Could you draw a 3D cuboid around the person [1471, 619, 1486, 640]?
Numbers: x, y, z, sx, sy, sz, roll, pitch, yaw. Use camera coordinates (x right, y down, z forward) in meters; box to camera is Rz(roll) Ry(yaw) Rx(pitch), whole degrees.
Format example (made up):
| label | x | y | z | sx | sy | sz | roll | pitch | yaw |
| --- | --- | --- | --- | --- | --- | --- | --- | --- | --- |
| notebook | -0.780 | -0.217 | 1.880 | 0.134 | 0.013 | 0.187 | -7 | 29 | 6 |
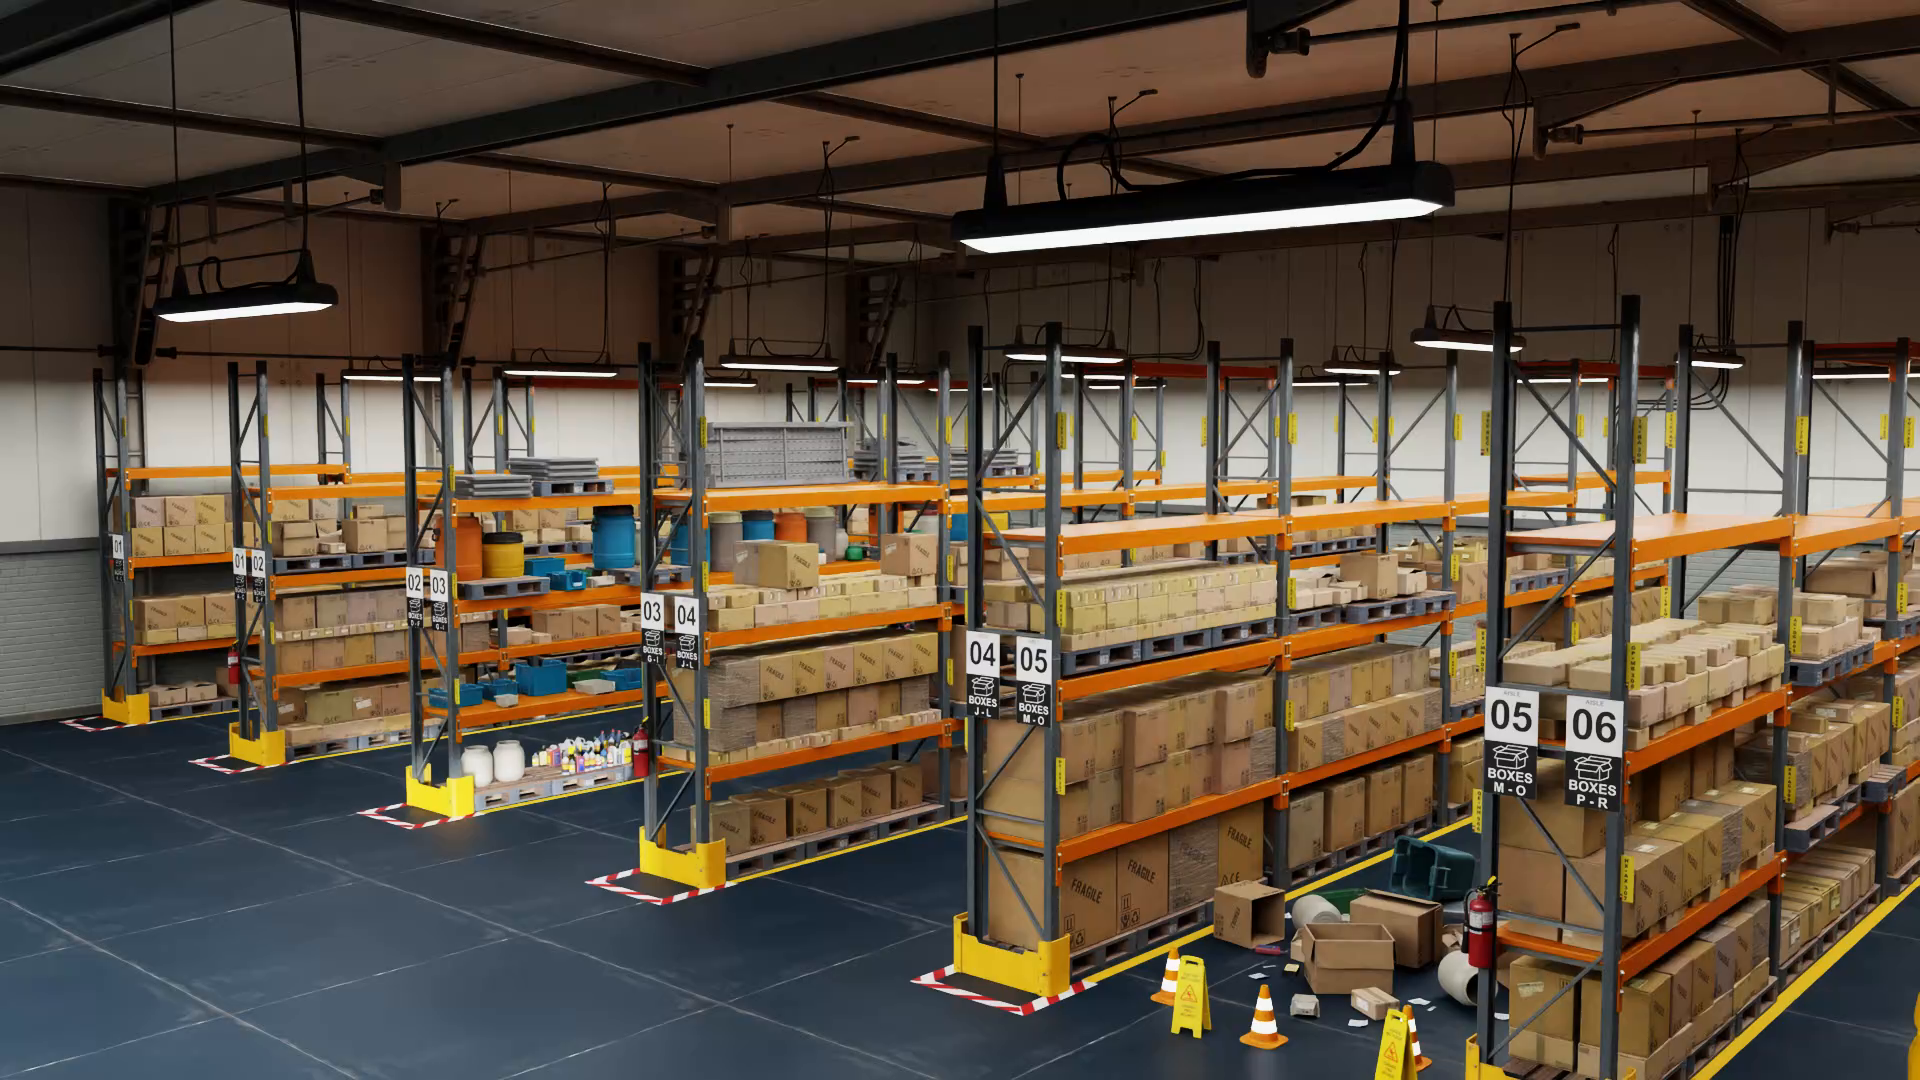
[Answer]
| label | x | y | z | sx | sy | sz | roll | pitch | yaw |
| --- | --- | --- | --- | --- | --- | --- | --- | --- | --- |
| person | 9.290 | 2.185 | 29.718 | 0.400 | 1.539 | 0.972 | 4 | 6 | 40 |
